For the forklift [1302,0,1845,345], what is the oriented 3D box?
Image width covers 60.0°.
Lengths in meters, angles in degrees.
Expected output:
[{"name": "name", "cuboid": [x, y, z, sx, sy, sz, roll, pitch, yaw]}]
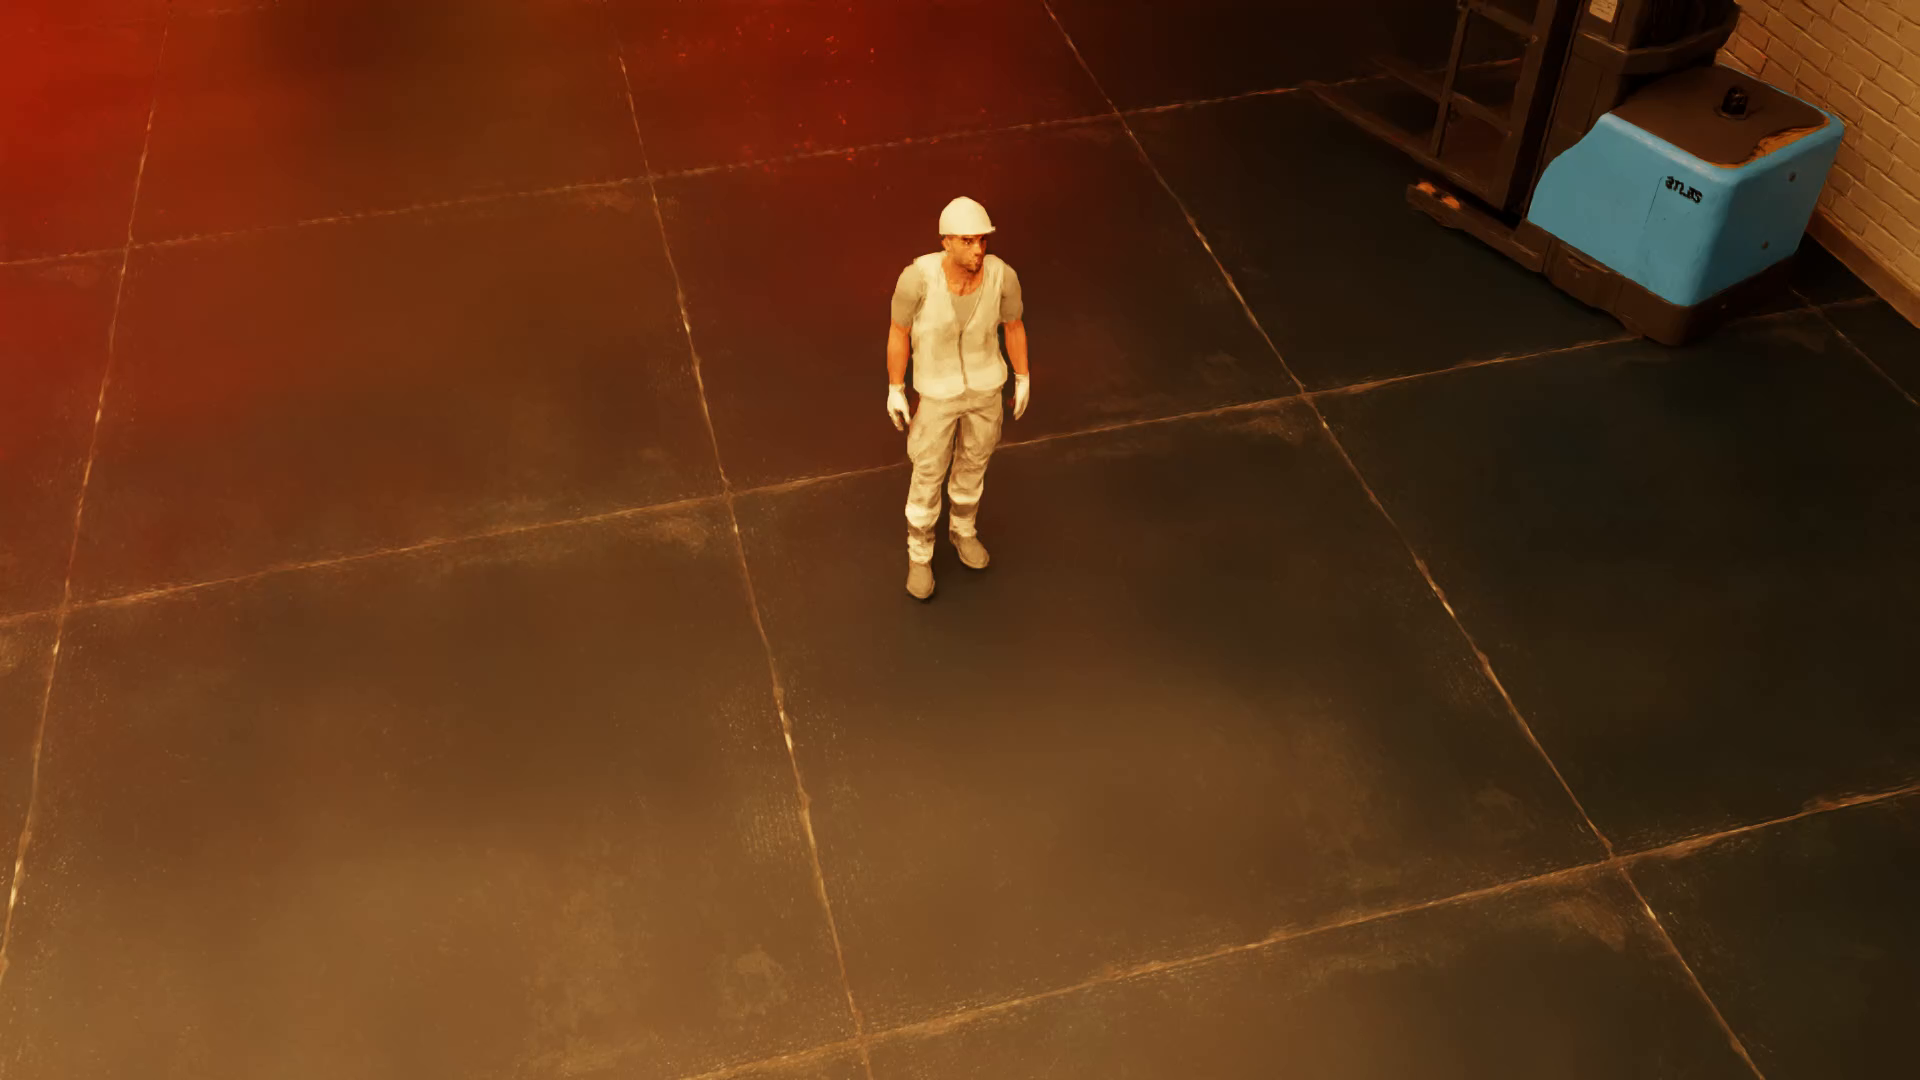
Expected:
[{"name": "forklift", "cuboid": [3.297, -3.070, 8.894, 1.130, 2.935, 3.031, -26, 49, -25]}]

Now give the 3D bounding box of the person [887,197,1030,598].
[{"name": "person", "cuboid": [0.010, -0.600, 7.101, 0.637, 1.787, 0.563, -10, 44, -11]}]
